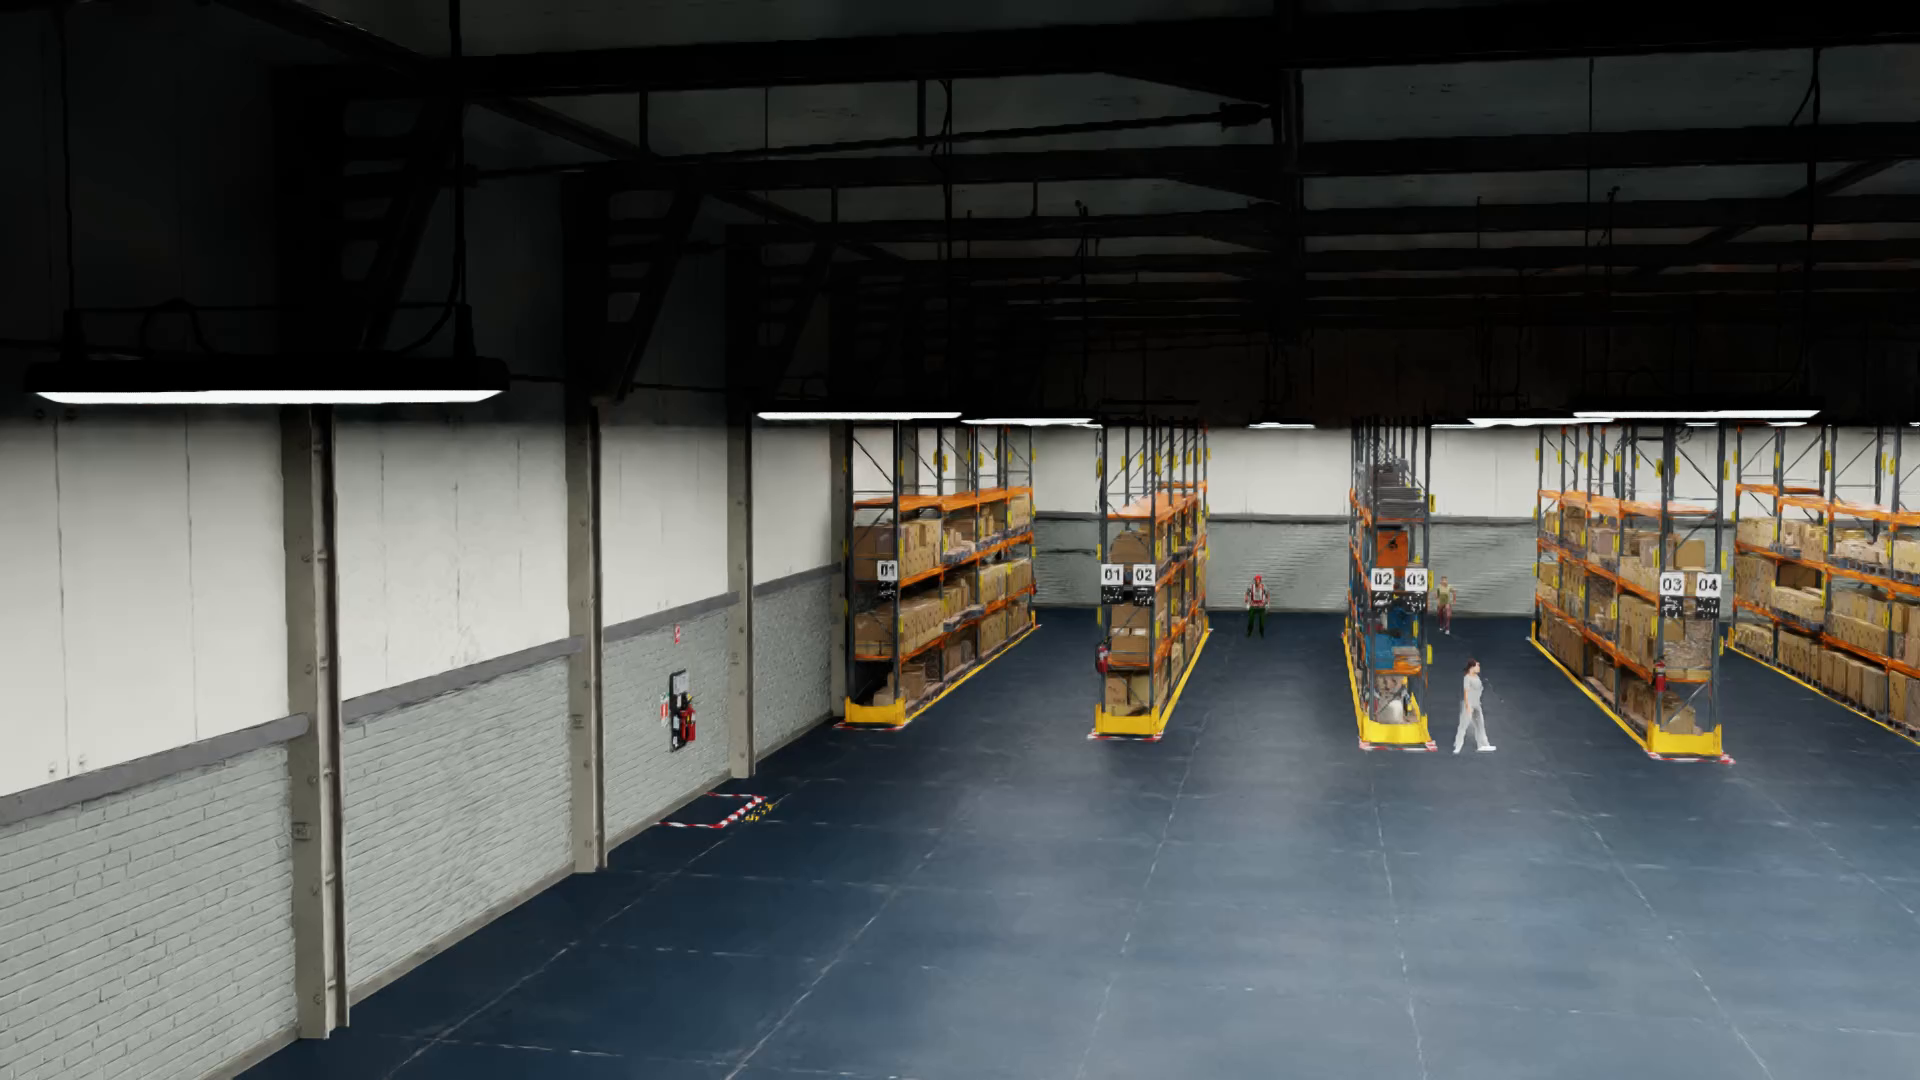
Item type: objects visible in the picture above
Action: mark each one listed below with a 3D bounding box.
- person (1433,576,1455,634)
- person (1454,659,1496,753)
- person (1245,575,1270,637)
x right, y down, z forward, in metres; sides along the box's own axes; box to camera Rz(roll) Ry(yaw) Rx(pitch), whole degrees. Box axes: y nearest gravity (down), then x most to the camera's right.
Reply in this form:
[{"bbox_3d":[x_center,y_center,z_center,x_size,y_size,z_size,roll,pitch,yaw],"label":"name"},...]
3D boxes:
[{"bbox_3d":[13.646,1.800,46.872,0.603,1.600,0.799,1,4,17],"label":"person"},{"bbox_3d":[9.069,2.921,29.380,0.691,1.661,0.564,-3,5,-41],"label":"person"},{"bbox_3d":[8.183,1.814,45.775,0.677,1.742,0.547,1,4,10],"label":"person"}]
